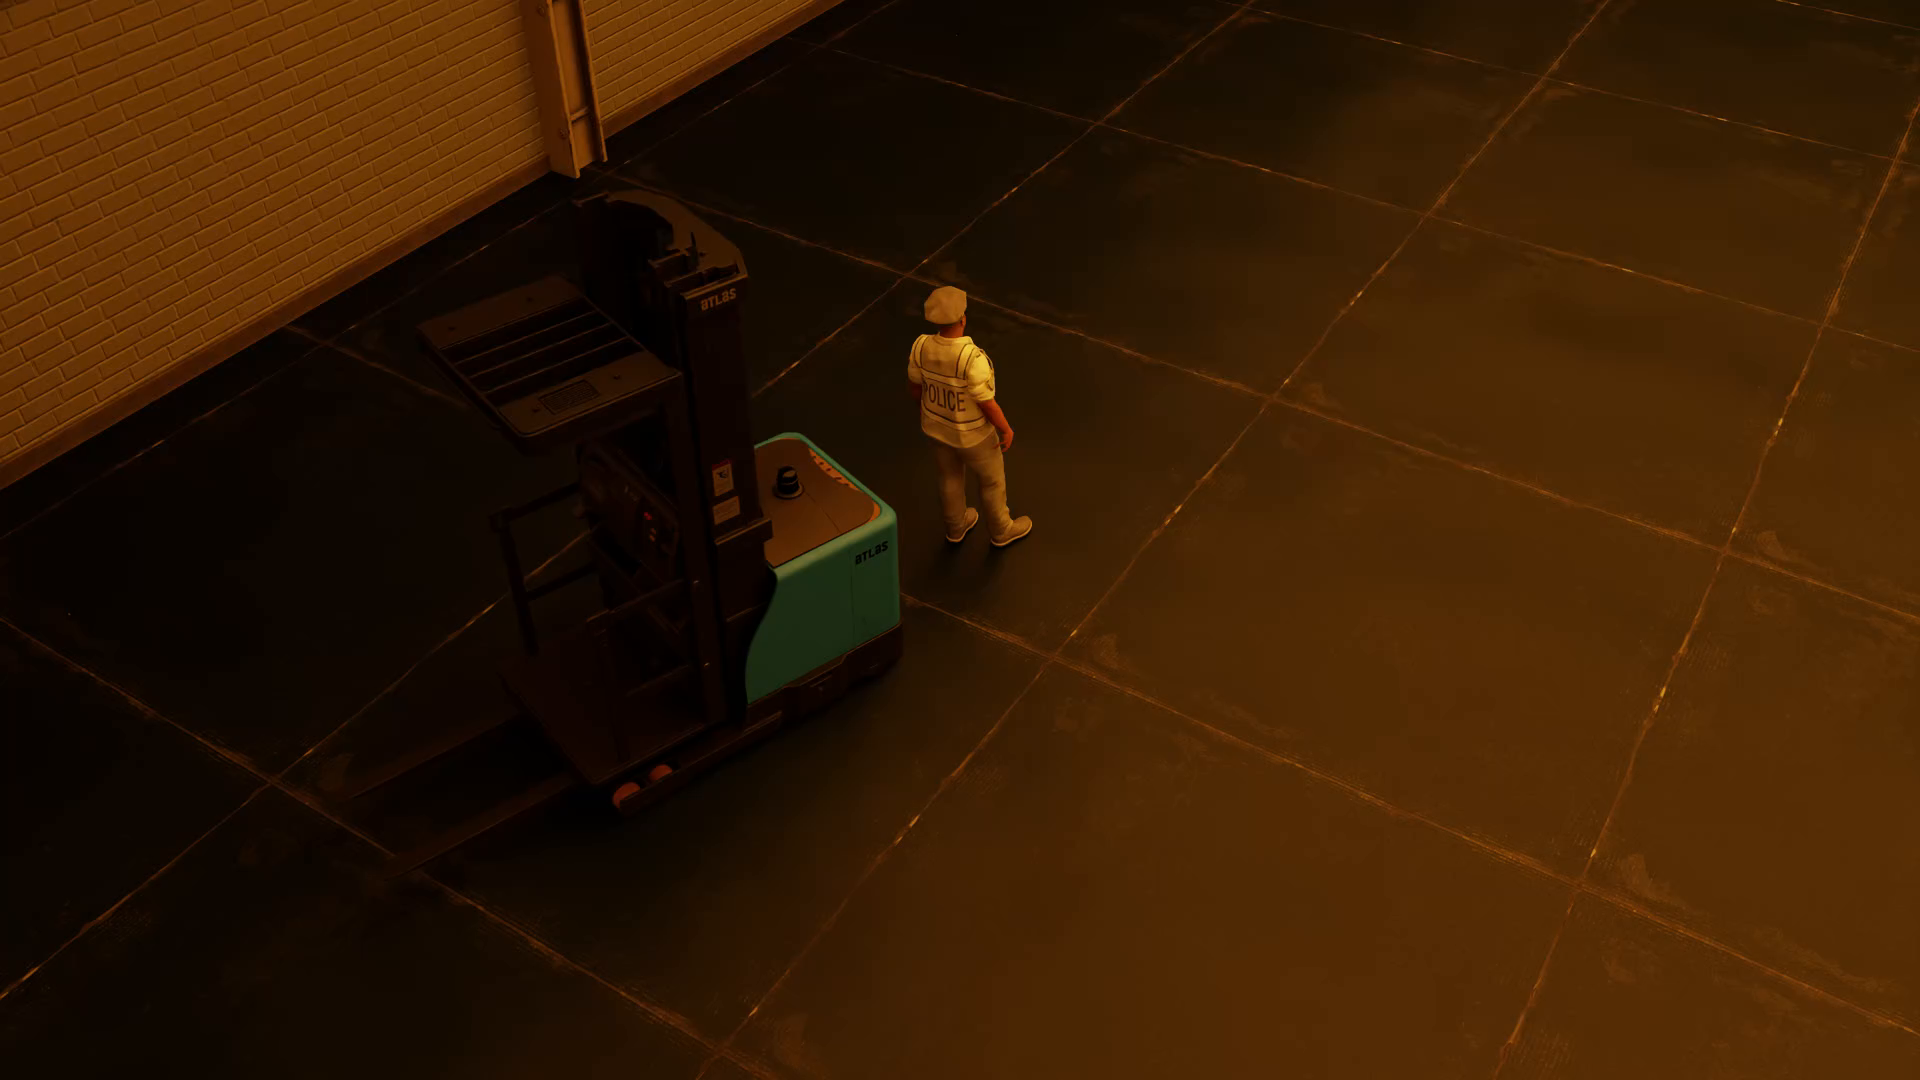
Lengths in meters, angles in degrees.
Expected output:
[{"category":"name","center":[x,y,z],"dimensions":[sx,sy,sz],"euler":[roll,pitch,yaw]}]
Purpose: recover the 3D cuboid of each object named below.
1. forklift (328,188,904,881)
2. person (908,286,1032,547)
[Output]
[{"category":"forklift","center":[-1.787,-0.093,8.077],"dimensions":[3.031,2.935,1.130],"euler":[-27,47,-28]},{"category":"person","center":[0.052,-0.724,9.699],"dimensions":[0.640,1.780,0.575],"euler":[22,45,24]}]
